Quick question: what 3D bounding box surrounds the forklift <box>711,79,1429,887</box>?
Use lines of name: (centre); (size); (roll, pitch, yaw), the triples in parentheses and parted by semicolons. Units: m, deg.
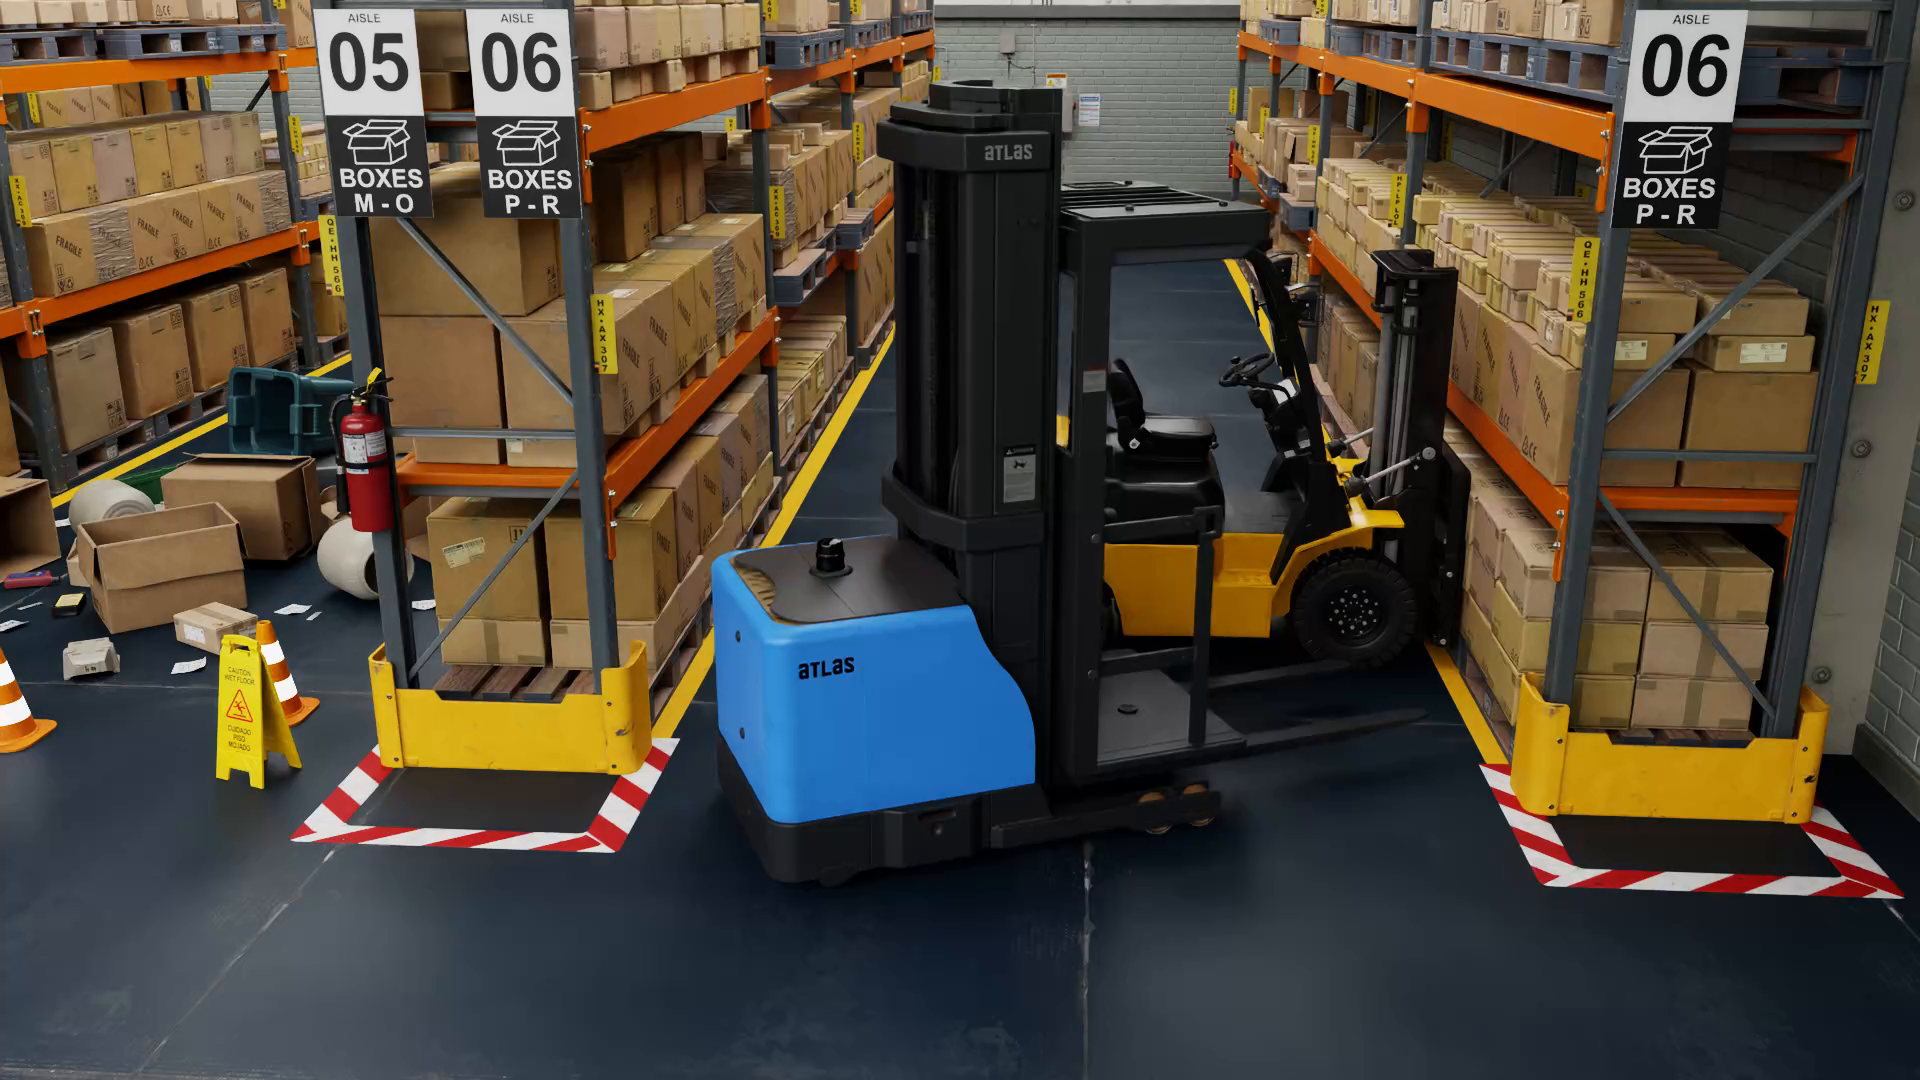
forklift: (0.541, -0.342, 6.760); (3.031, 2.935, 1.130); (-7, 19, -19)

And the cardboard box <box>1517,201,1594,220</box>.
cardboard box: (3.463, -1.885, 9.678); (0.380, 0.149, 0.250); (1, 18, 2)

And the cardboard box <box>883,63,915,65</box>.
cardboard box: (-0.750, -5.804, 20.511); (0.380, 0.149, 0.250); (1, 18, 3)

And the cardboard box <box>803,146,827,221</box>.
cardboard box: (-1.277, -2.677, 12.462); (0.500, 0.500, 0.500); (1, 18, 2)

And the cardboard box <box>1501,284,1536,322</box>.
cardboard box: (2.772, -1.118, 7.816); (0.380, 0.149, 0.250); (1, 18, 2)

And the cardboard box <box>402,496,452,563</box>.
cardboard box: (-3.141, -0.191, 10.200); (0.500, 0.500, 0.500); (17, 25, 41)

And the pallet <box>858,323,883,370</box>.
pallet: (-1.289, -1.841, 15.702); (1.003, 0.211, 1.213); (1, 18, 4)

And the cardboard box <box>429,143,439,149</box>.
cardboard box: (-5.910, -4.338, 18.095); (0.380, 0.149, 0.250); (2, 18, 6)

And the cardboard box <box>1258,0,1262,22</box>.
cardboard box: (3.677, -6.027, 18.945); (0.500, 0.250, 0.500); (2, 18, 5)

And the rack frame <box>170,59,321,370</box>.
rack frame: (-6.365, -3.002, 14.767); (1.000, 3.000, 0.127); (1, 18, 4)

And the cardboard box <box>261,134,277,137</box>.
cardboard box: (-6.709, -3.844, 16.111); (0.380, 0.149, 0.250); (1, 18, 4)

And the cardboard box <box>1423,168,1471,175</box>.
cardboard box: (3.775, -2.823, 13.018); (0.380, 0.149, 0.250); (1, 18, 3)

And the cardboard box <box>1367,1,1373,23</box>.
cardboard box: (3.075, -3.712, 11.685); (0.380, 0.149, 0.250); (1, 18, 3)

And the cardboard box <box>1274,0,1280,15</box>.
cardboard box: (3.322, -5.287, 16.494); (0.380, 0.149, 0.250); (2, 18, 5)

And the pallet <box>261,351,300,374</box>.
pallet: (-6.497, -1.434, 14.459); (1.003, 0.211, 1.213); (1, 18, 4)

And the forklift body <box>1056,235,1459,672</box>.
forklift body: (1.274, -0.555, 8.662); (2.313, 2.155, 1.214); (1, 18, 4)

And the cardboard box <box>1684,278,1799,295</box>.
cardboard box: (3.276, -1.006, 6.997); (0.380, 0.149, 0.250); (2, 18, 6)

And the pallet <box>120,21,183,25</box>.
pallet: (-10.774, -6.781, 21.626); (1.003, 0.211, 1.213); (1, 18, 4)

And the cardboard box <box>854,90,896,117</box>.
cardboard box: (-0.945, -4.382, 17.214); (0.500, 0.500, 0.500); (2, 18, 5)

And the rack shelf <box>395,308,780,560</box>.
rack shelf: (-1.851, -0.717, 8.950); (1.077, 0.370, 4.000); (1, 18, 4)

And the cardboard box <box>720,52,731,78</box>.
cardboard box: (-1.526, -2.725, 9.509); (0.380, 0.149, 0.250); (1, 18, 4)

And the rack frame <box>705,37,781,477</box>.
rack frame: (-1.707, -1.680, 10.734); (1.000, 3.000, 0.127); (1, 18, 4)

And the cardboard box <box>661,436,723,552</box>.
cardboard box: (-1.582, -0.257, 8.928); (0.500, 0.500, 0.500); (2, 18, 5)

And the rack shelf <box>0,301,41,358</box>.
rack shelf: (-6.795, -0.796, 9.192); (1.077, 0.370, 4.000); (1, 18, 4)

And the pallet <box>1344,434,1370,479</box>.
pallet: (3.258, -0.475, 11.535); (1.003, 0.211, 1.213); (1, 18, 4)

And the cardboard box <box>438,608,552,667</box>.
cardboard box: (-2.203, 0.404, 8.113); (0.500, 0.250, 0.500); (1, 18, 4)

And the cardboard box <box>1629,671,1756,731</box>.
cardboard box: (3.188, 0.630, 7.423); (0.500, 0.250, 0.500); (1, 18, 4)

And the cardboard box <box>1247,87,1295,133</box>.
cardboard box: (3.696, -5.123, 19.800); (0.500, 0.500, 0.500); (2, 18, 5)

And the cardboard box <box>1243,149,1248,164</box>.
cardboard box: (3.665, -4.683, 20.302); (0.380, 0.149, 0.250); (1, 18, 2)

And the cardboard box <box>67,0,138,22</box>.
cardboard box: (-6.306, -3.945, 12.208); (0.396, 0.266, 0.258); (1, 18, 4)

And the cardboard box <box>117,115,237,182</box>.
cardboard box: (-6.442, -3.228, 13.691); (0.700, 0.500, 0.500); (1, 18, 3)

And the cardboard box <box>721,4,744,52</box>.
cardboard box: (-1.506, -2.876, 9.328); (0.500, 0.250, 0.500); (1, 18, 3)

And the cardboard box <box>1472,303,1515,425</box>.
cardboard box: (2.813, -0.855, 8.054); (0.500, 0.500, 0.500); (1, 18, 3)

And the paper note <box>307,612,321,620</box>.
paper note: (-3.548, 0.417, 9.134); (0.032, 0.001, 0.123); (1, 18, 4)

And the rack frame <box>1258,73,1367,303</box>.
rack frame: (3.817, -4.055, 17.982); (1.000, 3.000, 0.127); (1, 18, 4)

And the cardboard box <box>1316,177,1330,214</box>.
cardboard box: (3.230, -2.848, 13.734); (0.500, 0.250, 0.500); (1, 18, 4)

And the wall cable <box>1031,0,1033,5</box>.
wall cable: (0.030, -10.014, 26.531); (2.355, 3.000, 0.029); (1, 18, 4)

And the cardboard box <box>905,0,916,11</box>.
cardboard box: (-0.740, -6.687, 20.764); (0.380, 0.149, 0.250); (0, 18, 0)

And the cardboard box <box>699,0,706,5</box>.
cardboard box: (-1.538, -2.858, 8.632); (0.380, 0.149, 0.250); (1, 18, 5)

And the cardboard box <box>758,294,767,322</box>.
cardboard box: (-1.426, -1.454, 10.448); (0.380, 0.149, 0.250); (1, 18, 3)

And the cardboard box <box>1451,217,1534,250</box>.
cardboard box: (2.875, -1.654, 8.973); (0.380, 0.149, 0.250); (1, 18, 3)

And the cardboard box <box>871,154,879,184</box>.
cardboard box: (-1.052, -3.556, 15.896); (0.500, 0.250, 0.500); (1, 18, 4)

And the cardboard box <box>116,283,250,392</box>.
cardboard box: (-6.558, -1.674, 13.652); (1.050, 0.750, 0.750); (2, 18, 5)

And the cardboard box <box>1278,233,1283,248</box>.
cardboard box: (3.584, -3.182, 17.615); (0.380, 0.149, 0.250); (1, 18, 2)

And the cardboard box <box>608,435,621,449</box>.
cardboard box: (-1.759, -0.498, 7.530); (0.380, 0.149, 0.250); (2, 18, 5)

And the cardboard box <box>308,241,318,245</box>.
cardboard box: (-6.552, -2.745, 16.119); (0.500, 0.250, 0.500); (2, 18, 5)

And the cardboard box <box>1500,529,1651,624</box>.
cardboard box: (2.679, 0.154, 7.273); (0.500, 0.250, 0.500); (2, 18, 6)

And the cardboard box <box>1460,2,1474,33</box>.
cardboard box: (2.854, -2.753, 8.757); (0.380, 0.149, 0.250); (2, 18, 6)

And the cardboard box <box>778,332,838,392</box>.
cardboard box: (-1.516, -1.469, 13.634); (0.950, 0.372, 0.625); (1, 18, 3)

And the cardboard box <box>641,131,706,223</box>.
cardboard box: (-1.955, -2.213, 10.114); (0.700, 0.500, 0.500); (1, 18, 3)

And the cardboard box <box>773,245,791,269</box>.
cardboard box: (-1.352, -1.925, 11.210); (0.380, 0.149, 0.250); (2, 18, 5)

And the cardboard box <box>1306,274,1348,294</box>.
cardboard box: (3.314, -2.292, 14.899); (0.380, 0.149, 0.250); (0, 18, 1)

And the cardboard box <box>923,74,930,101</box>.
cardboard box: (-0.652, -5.612, 20.966); (0.500, 0.500, 0.500); (1, 18, 4)

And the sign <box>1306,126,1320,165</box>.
sign: (2.989, -3.335, 14.051); (0.100, 0.325, 0.005); (1, 18, 4)

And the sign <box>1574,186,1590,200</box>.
sign: (3.798, -2.008, 10.216); (0.100, 0.325, 0.005); (1, 18, 4)

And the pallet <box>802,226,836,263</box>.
pallet: (-1.521, -2.216, 12.676); (1.003, 0.211, 1.213); (1, 18, 4)

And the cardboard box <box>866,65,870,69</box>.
cardboard box: (-1.272, -5.571, 19.800); (0.380, 0.149, 0.250); (1, 18, 4)

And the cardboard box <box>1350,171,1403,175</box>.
cardboard box: (3.209, -2.753, 12.805); (0.380, 0.149, 0.250); (1, 18, 5)
